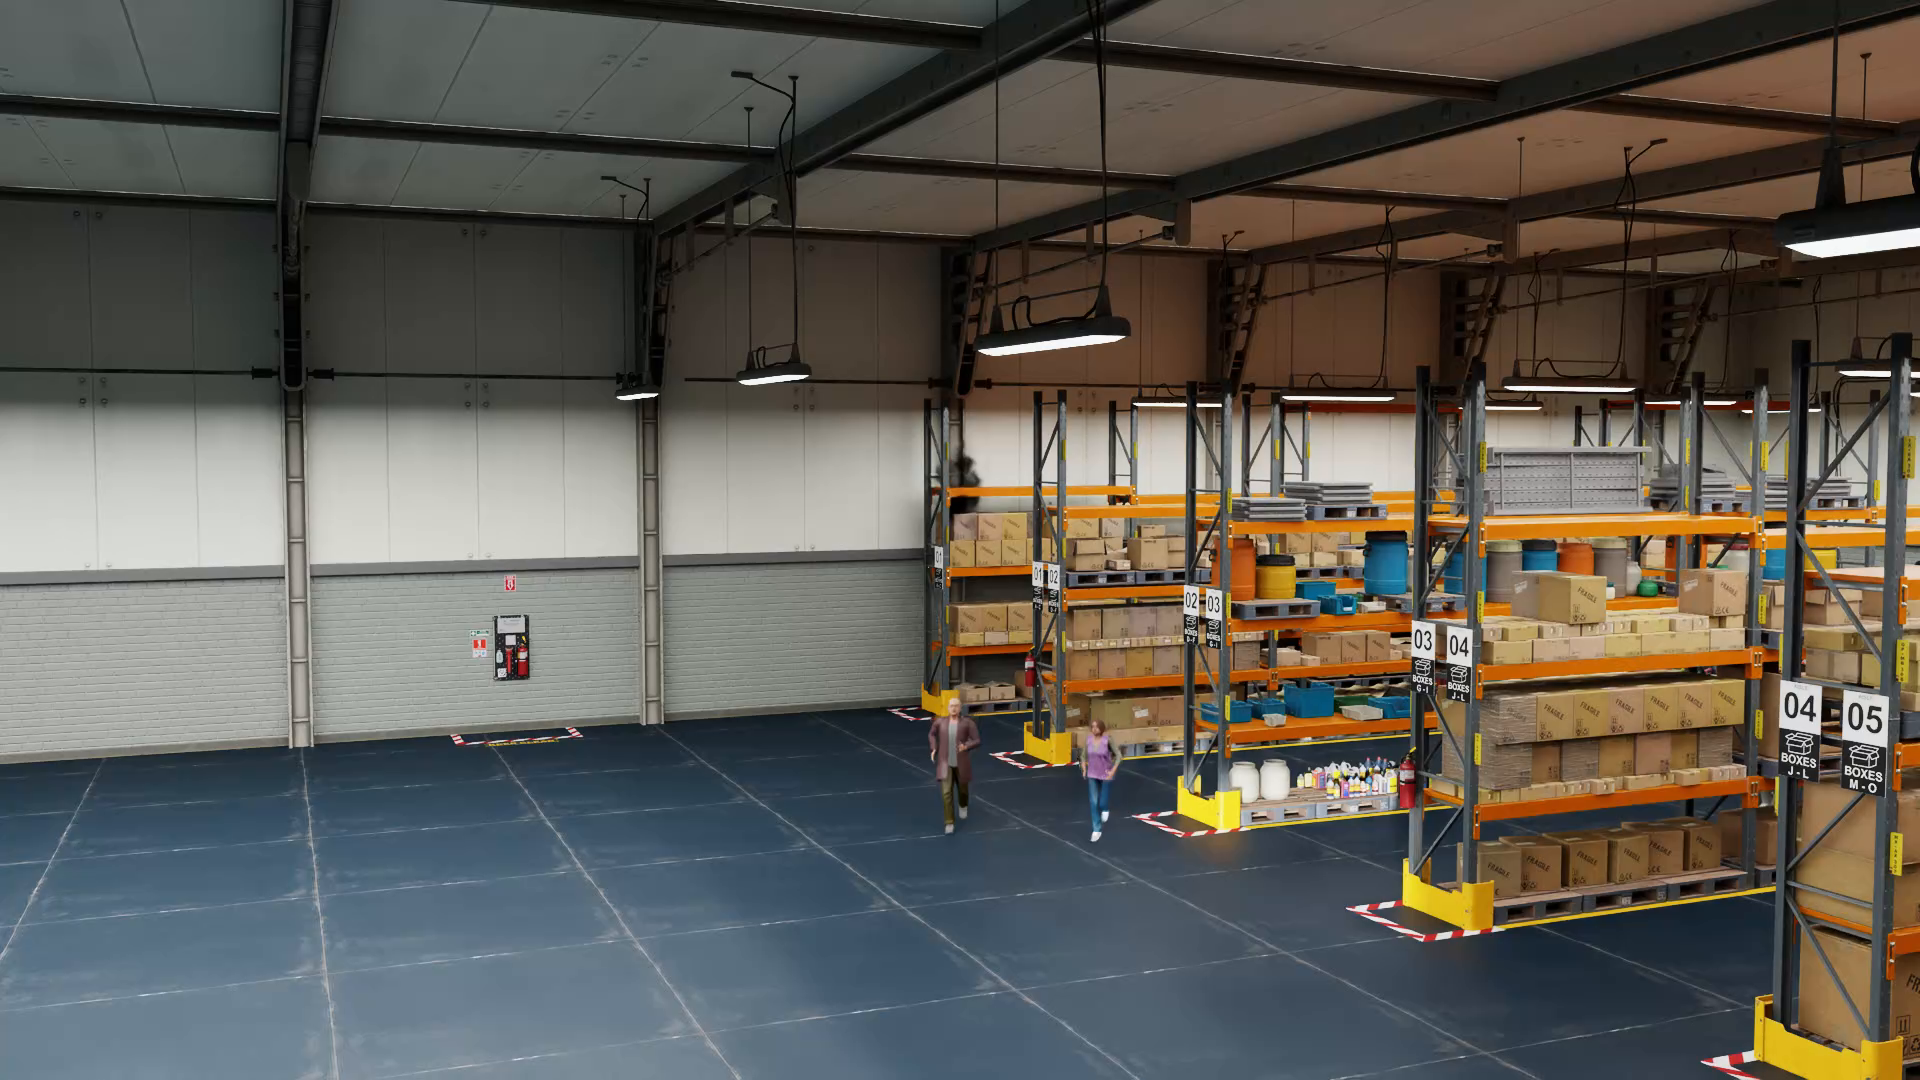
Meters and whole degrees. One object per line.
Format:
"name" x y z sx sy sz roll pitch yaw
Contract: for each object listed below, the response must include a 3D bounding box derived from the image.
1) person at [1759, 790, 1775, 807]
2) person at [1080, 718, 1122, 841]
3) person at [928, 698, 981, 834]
"person" 11.321 2.984 23.391 0.555 1.611 0.558 -2 4 -31
"person" 1.854 3.110 21.789 0.555 1.590 0.608 1 4 19
"person" -0.086 2.985 22.174 0.716 1.741 0.953 0 3 5
